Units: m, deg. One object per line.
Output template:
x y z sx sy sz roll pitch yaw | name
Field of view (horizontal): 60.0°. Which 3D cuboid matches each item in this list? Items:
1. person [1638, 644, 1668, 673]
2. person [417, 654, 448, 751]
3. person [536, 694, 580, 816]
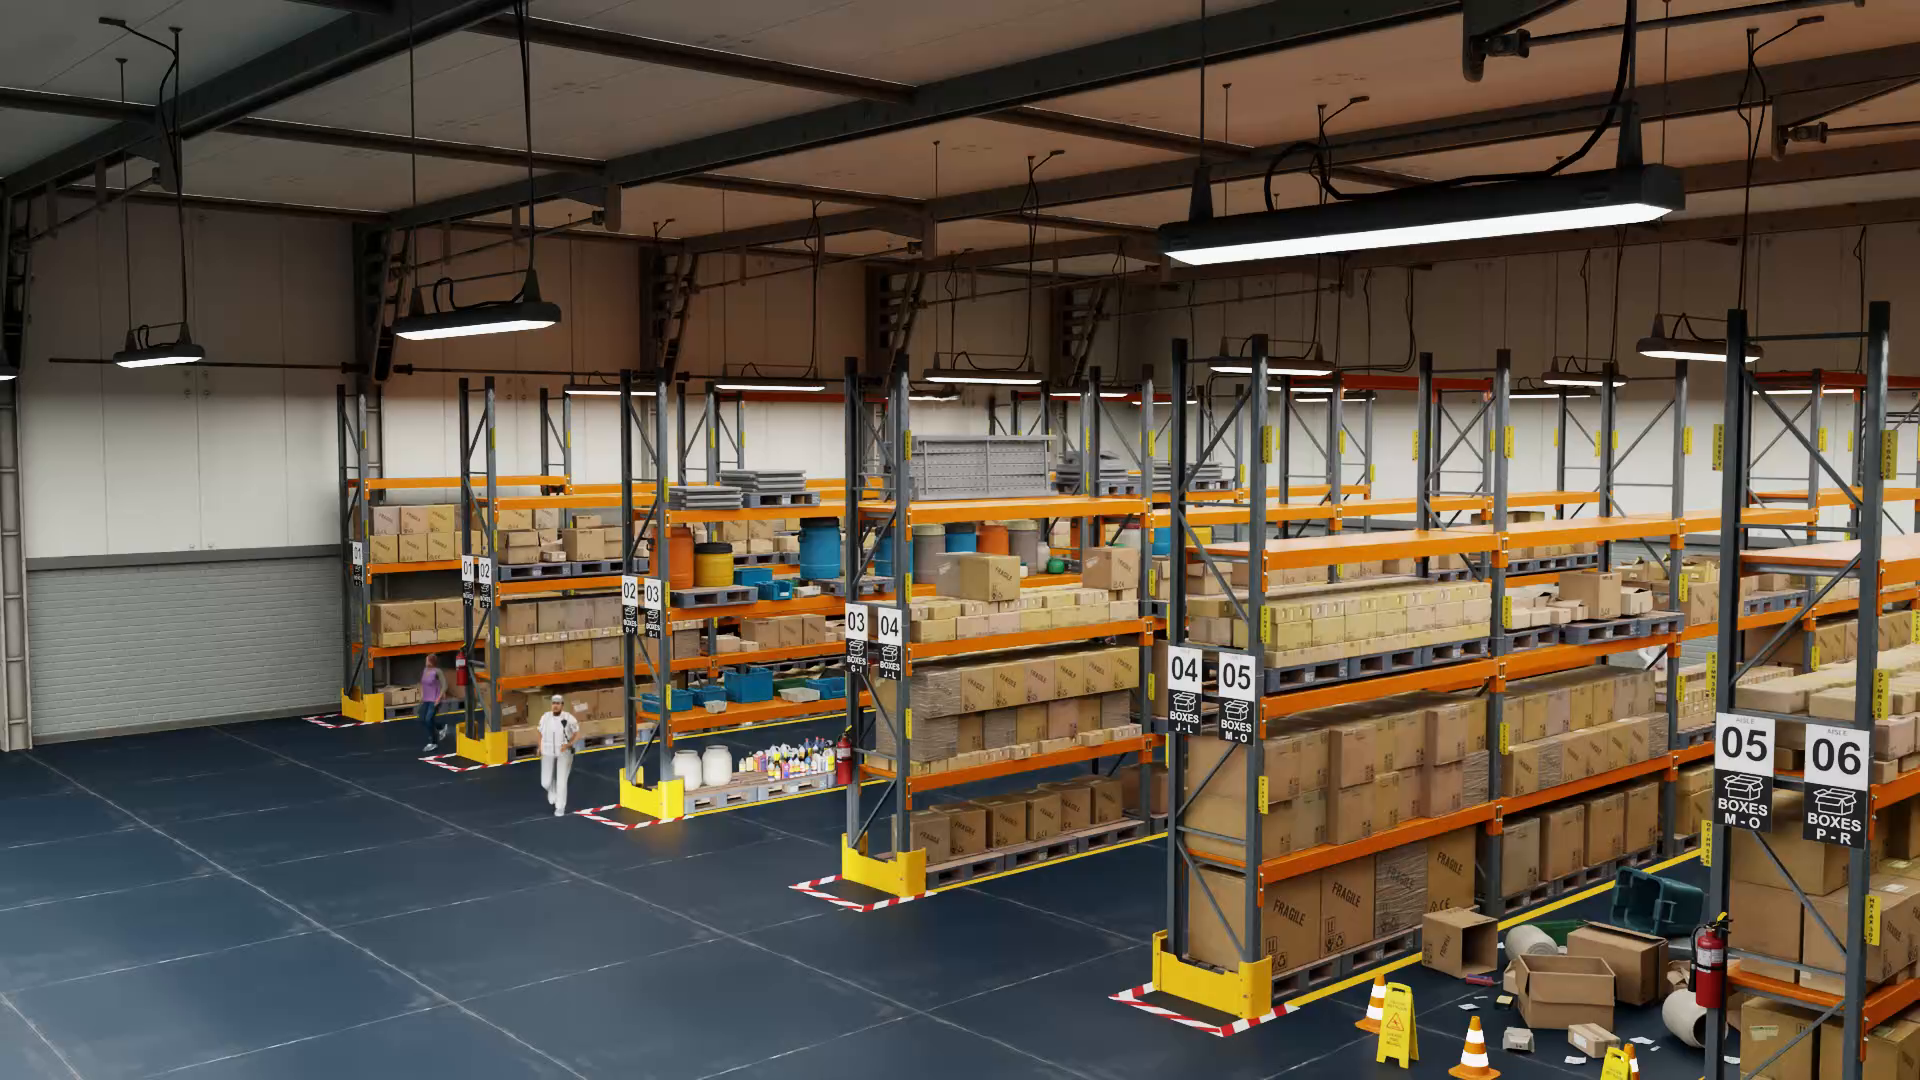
12.492 2.341 29.770 0.727 1.784 0.699 -1 4 -8 | person
-8.555 2.625 27.052 0.571 1.564 0.507 3 5 37 | person
-5.429 2.891 22.413 0.608 1.626 0.544 0 4 -2 | person
